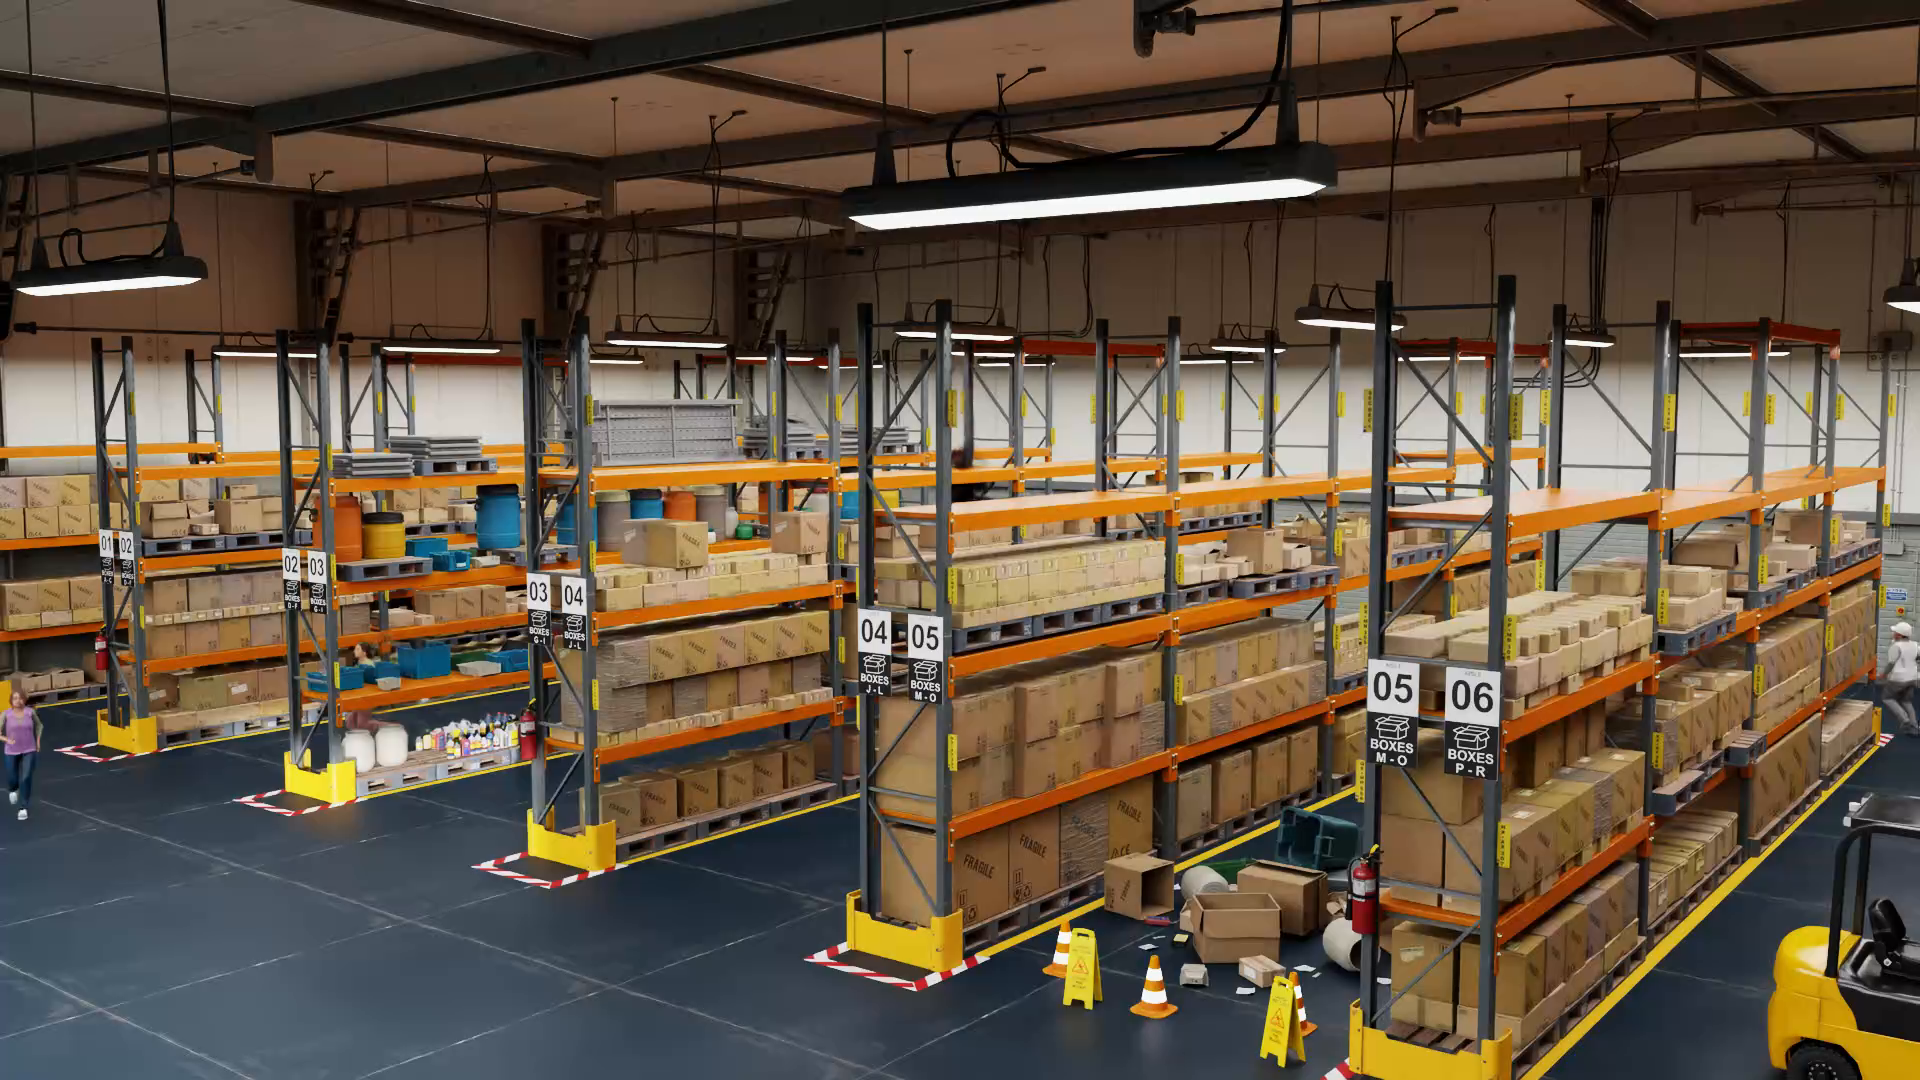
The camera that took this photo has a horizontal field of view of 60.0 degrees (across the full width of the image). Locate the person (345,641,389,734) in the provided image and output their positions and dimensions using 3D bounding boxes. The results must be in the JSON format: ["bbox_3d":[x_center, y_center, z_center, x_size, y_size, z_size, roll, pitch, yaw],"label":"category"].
[{"bbox_3d":[-8.522,2.269,23.977,0.718,1.647,0.597,-5,7,-42],"label":"person"}]

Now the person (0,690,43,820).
[{"bbox_3d":[-11.547,2.608,20.419,0.546,1.566,0.682,-3,6,-35],"label":"person"}]

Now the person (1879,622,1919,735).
[{"bbox_3d":[14.314,2.101,25.377,0.727,1.717,0.518,-1,5,-14],"label":"person"}]
